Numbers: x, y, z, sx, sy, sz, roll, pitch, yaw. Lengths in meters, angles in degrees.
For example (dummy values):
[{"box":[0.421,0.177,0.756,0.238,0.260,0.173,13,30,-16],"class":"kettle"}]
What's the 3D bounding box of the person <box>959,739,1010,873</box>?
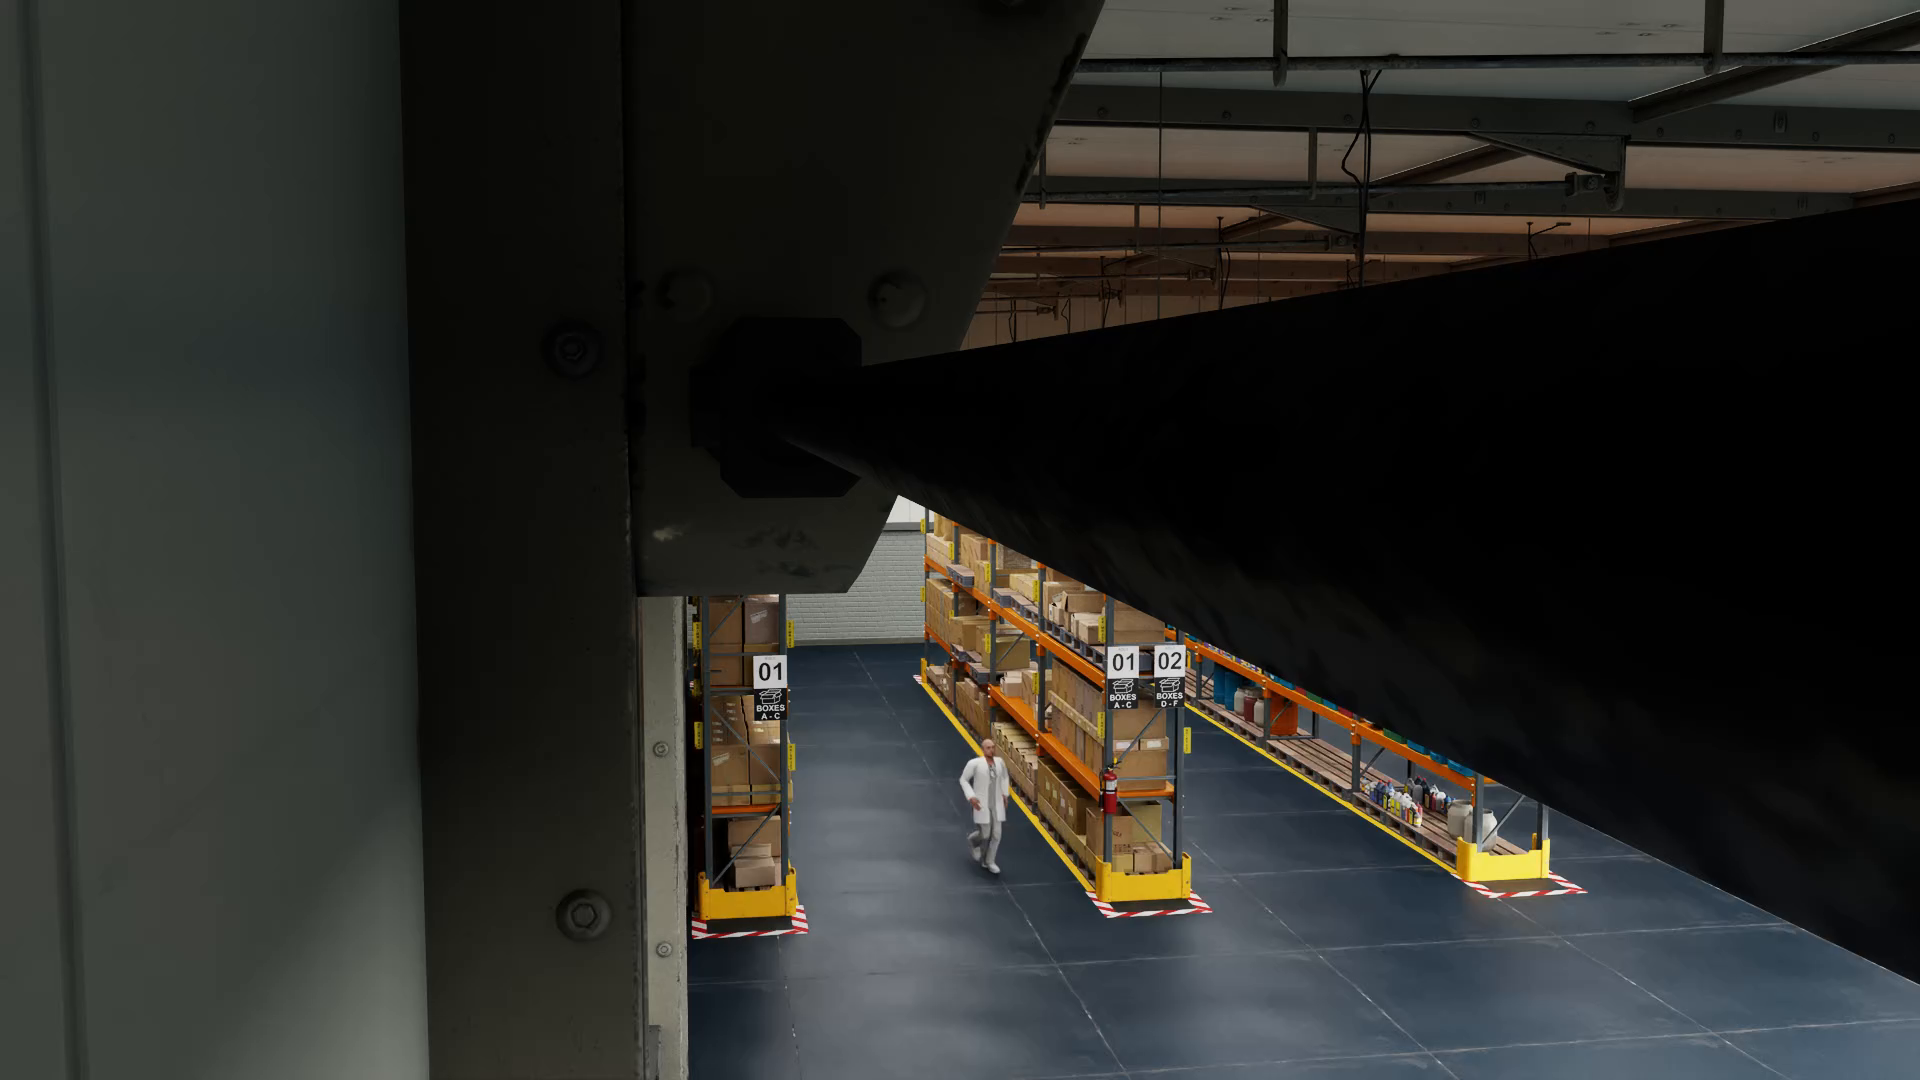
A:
[{"box":[0.347,3.517,22.194,0.723,1.746,0.673,-2,5,-22],"class":"person"}]
